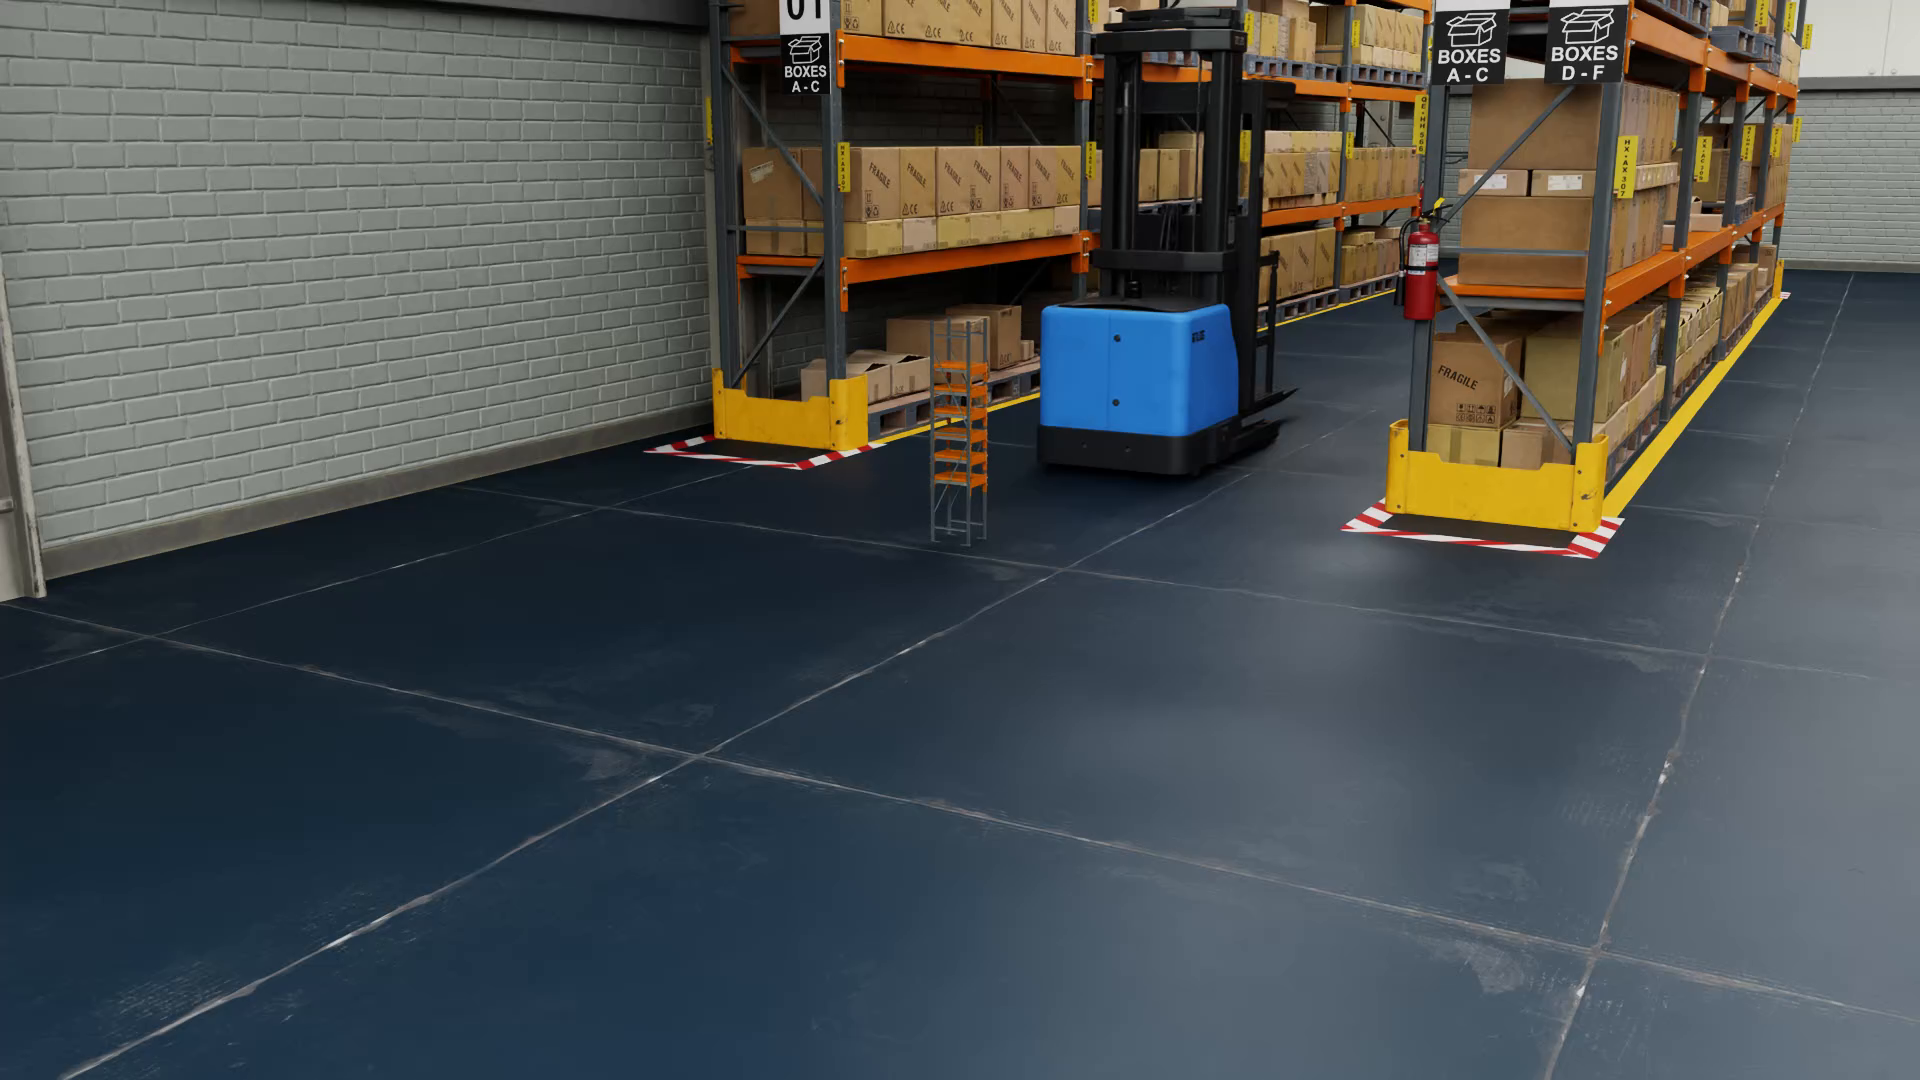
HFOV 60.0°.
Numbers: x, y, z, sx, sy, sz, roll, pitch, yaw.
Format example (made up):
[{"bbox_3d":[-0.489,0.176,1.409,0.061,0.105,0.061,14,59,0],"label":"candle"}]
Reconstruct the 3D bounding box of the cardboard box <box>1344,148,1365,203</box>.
[{"bbox_3d":[4.815,-4.877,22.222,0.980,0.700,0.700,8,16,29],"label":"cardboard box"}]

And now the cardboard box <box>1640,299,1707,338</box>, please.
[{"bbox_3d":[6.169,-1.932,14.421,0.500,0.311,0.500,8,16,30],"label":"cardboard box"}]

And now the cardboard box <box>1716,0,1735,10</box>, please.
[{"bbox_3d":[7.159,-5.322,15.962,0.500,0.500,0.500,7,15,28],"label":"cardboard box"}]

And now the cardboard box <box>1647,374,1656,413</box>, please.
[{"bbox_3d":[4.726,-1.066,12.025,0.500,0.250,0.500,7,15,28],"label":"cardboard box"}]

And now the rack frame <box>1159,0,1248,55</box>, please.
[{"bbox_3d":[2.605,-6.717,17.696,1.000,3.000,0.127,7,15,28],"label":"rack frame"}]

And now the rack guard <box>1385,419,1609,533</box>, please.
[{"bbox_3d":[3.064,-0.379,9.538,1.175,0.500,0.348,7,15,28],"label":"rack guard"}]

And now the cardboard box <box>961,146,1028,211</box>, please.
[{"bbox_3d":[0.224,-2.944,13.523,0.500,0.500,0.500,7,15,26],"label":"cardboard box"}]

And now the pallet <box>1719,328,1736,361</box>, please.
[{"bbox_3d":[7.337,-2.034,17.018,1.003,0.211,1.213,7,15,28],"label":"pallet"}]

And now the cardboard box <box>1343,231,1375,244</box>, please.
[{"bbox_3d":[5.567,-4.224,23.209,0.380,0.149,0.250,7,15,26],"label":"cardboard box"}]

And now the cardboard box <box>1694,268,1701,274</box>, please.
[{"bbox_3d":[7.933,-2.776,18.541,0.500,0.500,0.500,8,15,29],"label":"cardboard box"}]

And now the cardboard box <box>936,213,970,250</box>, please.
[{"bbox_3d":[-0.259,-2.372,12.751,0.500,0.250,0.500,7,15,27],"label":"cardboard box"}]

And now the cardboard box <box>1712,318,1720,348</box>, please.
[{"bbox_3d":[6.902,-1.972,15.785,0.500,0.250,0.500,8,16,29],"label":"cardboard box"}]

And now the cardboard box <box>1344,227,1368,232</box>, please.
[{"bbox_3d":[5.741,-4.484,24.288,0.380,0.149,0.250,8,15,29],"label":"cardboard box"}]

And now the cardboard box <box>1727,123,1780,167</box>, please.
[{"bbox_3d":[9.351,-4.660,19.618,0.500,0.500,0.500,8,16,29],"label":"cardboard box"}]

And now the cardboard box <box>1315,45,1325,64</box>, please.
[{"bbox_3d":[4.664,-6.426,22.100,0.500,0.250,0.500,8,15,29],"label":"cardboard box"}]

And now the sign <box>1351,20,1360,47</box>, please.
[{"bbox_3d":[5.018,-6.424,21.107,0.100,0.325,0.005,7,15,28],"label":"sign"}]

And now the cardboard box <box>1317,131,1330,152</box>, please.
[{"bbox_3d":[4.281,-4.960,20.718,0.500,0.250,0.500,8,16,29],"label":"cardboard box"}]

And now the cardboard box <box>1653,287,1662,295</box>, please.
[{"bbox_3d":[6.432,-2.306,15.973,0.500,0.311,0.500,8,16,30],"label":"cardboard box"}]

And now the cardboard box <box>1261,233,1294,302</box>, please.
[{"bbox_3d":[3.504,-3.275,19.908,0.750,0.750,0.750,7,15,28],"label":"cardboard box"}]

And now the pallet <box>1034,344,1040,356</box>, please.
[{"bbox_3d":[1.046,-1.784,15.985,1.003,0.211,1.213,7,15,28],"label":"pallet"}]

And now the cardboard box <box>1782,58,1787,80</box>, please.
[{"bbox_3d":[9.573,-5.620,19.865,0.500,0.250,0.500,7,15,28],"label":"cardboard box"}]

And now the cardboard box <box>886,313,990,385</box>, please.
[{"bbox_3d":[-0.176,-1.552,13.465,0.700,0.500,0.500,6,15,25],"label":"cardboard box"}]

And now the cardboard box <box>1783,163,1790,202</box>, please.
[{"bbox_3d":[10.832,-4.807,22.361,0.500,0.500,0.500,8,16,30],"label":"cardboard box"}]

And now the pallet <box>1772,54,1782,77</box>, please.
[{"bbox_3d":[8.500,-5.302,18.626,1.213,0.211,1.003,7,15,28],"label":"pallet"}]

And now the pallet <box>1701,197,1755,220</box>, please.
[{"bbox_3d":[7.879,-3.546,17.753,1.003,0.211,1.213,7,15,28],"label":"pallet"}]

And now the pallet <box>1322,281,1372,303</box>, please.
[{"bbox_3d":[4.974,-3.413,22.740,1.003,0.211,1.213,7,15,28],"label":"pallet"}]

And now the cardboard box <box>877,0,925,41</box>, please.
[{"bbox_3d":[-0.591,-3.822,11.832,0.500,0.500,0.500,9,16,32],"label":"cardboard box"}]

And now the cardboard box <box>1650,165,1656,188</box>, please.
[{"bbox_3d":[4.450,-2.443,11.170,0.380,0.149,0.250,8,16,30],"label":"cardboard box"}]

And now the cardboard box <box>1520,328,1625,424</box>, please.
[{"bbox_3d":[3.769,-1.019,10.229,0.500,0.500,0.500,7,15,28],"label":"cardboard box"}]

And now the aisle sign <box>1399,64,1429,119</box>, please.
[{"bbox_3d":[6.769,-6.687,24.822,0.394,0.787,0.004,7,15,28],"label":"aisle sign"}]

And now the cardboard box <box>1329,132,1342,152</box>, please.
[{"bbox_3d":[4.536,-5.064,21.148,0.500,0.250,0.500,8,16,29],"label":"cardboard box"}]

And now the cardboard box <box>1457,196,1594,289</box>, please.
[{"bbox_3d":[3.312,-1.742,9.645,0.700,0.500,0.500,7,15,28],"label":"cardboard box"}]

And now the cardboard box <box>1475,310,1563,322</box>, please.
[{"bbox_3d":[3.788,-1.284,11.330,0.500,0.500,0.500,7,15,28],"label":"cardboard box"}]

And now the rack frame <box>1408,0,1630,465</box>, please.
[{"bbox_3d":[3.075,-1.599,9.266,1.000,3.000,0.127,7,15,28],"label":"rack frame"}]

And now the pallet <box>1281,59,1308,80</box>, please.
[{"bbox_3d":[3.407,-5.535,19.595,1.003,0.211,1.213,8,16,31],"label":"pallet"}]

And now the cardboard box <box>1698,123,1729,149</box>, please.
[{"bbox_3d":[8.894,-4.729,19.901,0.500,0.500,0.500,7,15,28],"label":"cardboard box"}]

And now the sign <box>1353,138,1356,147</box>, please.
[{"bbox_3d":[5.989,-5.966,25.362,0.100,0.325,0.005,7,15,28],"label":"sign"}]

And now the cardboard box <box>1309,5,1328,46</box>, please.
[{"bbox_3d":[4.672,-6.794,22.024,0.500,0.500,0.500,7,15,28],"label":"cardboard box"}]

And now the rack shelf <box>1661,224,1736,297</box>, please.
[{"bbox_3d":[5.976,-2.480,14.456,1.077,0.370,4.000,7,15,28],"label":"rack shelf"}]

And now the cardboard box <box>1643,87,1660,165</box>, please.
[{"bbox_3d":[4.314,-2.801,11.269,0.700,0.500,0.500,7,15,28],"label":"cardboard box"}]

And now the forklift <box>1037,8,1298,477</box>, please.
[{"bbox_3d":[1.640,-2.124,11.591,1.130,2.935,3.031,7,15,27],"label":"forklift"}]

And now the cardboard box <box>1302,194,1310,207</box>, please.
[{"bbox_3d":[4.104,-4.202,20.555,0.380,0.149,0.250,7,15,28],"label":"cardboard box"}]

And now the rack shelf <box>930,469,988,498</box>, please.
[{"bbox_3d":[-0.007,-0.304,8.947,0.258,0.103,0.180,7,15,28],"label":"rack shelf"}]

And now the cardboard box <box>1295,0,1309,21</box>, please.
[{"bbox_3d":[3.998,-6.541,20.613,0.500,0.250,0.500,9,16,32],"label":"cardboard box"}]

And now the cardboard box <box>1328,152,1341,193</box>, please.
[{"bbox_3d":[4.536,-4.701,21.242,0.500,0.500,0.500,7,15,27],"label":"cardboard box"}]

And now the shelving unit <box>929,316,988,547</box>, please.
[{"bbox_3d":[-0.007,-0.580,8.881,0.258,1.200,0.189,7,15,28],"label":"shelving unit"}]

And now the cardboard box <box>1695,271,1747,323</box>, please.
[{"bbox_3d":[8.156,-2.618,17.888,0.500,0.500,0.500,7,15,26],"label":"cardboard box"}]

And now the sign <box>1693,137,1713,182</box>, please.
[{"bbox_3d":[5.496,-2.816,12.300,0.100,0.325,0.005,7,15,28],"label":"sign"}]

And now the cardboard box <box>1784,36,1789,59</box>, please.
[{"bbox_3d":[9.569,-5.864,19.809,0.500,0.250,0.500,7,15,28],"label":"cardboard box"}]

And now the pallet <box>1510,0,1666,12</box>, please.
[{"bbox_3d":[3.440,-3.156,9.514,1.003,0.211,1.213,7,15,28],"label":"pallet"}]

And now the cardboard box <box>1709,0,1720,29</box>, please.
[{"bbox_3d":[6.249,-4.505,14.342,0.500,0.250,0.500,7,15,27],"label":"cardboard box"}]

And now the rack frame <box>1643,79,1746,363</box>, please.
[{"bbox_3d":[6.943,-3.240,16.074,1.000,3.000,0.127,7,15,28],"label":"rack frame"}]

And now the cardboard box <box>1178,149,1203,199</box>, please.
[{"bbox_3d":[2.140,-3.848,17.442,0.700,0.500,0.500,6,15,23],"label":"cardboard box"}]

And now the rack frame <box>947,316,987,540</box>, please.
[{"bbox_3d":[0.037,-0.599,8.958,0.240,1.200,0.006,7,15,28],"label":"rack frame"}]

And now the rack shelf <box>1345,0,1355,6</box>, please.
[{"bbox_3d":[3.571,-6.583,19.529,1.077,0.370,4.000,7,15,28],"label":"rack shelf"}]

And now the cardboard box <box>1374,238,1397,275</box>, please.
[{"bbox_3d":[5.979,-4.173,24.382,0.700,0.500,0.500,7,15,28],"label":"cardboard box"}]
